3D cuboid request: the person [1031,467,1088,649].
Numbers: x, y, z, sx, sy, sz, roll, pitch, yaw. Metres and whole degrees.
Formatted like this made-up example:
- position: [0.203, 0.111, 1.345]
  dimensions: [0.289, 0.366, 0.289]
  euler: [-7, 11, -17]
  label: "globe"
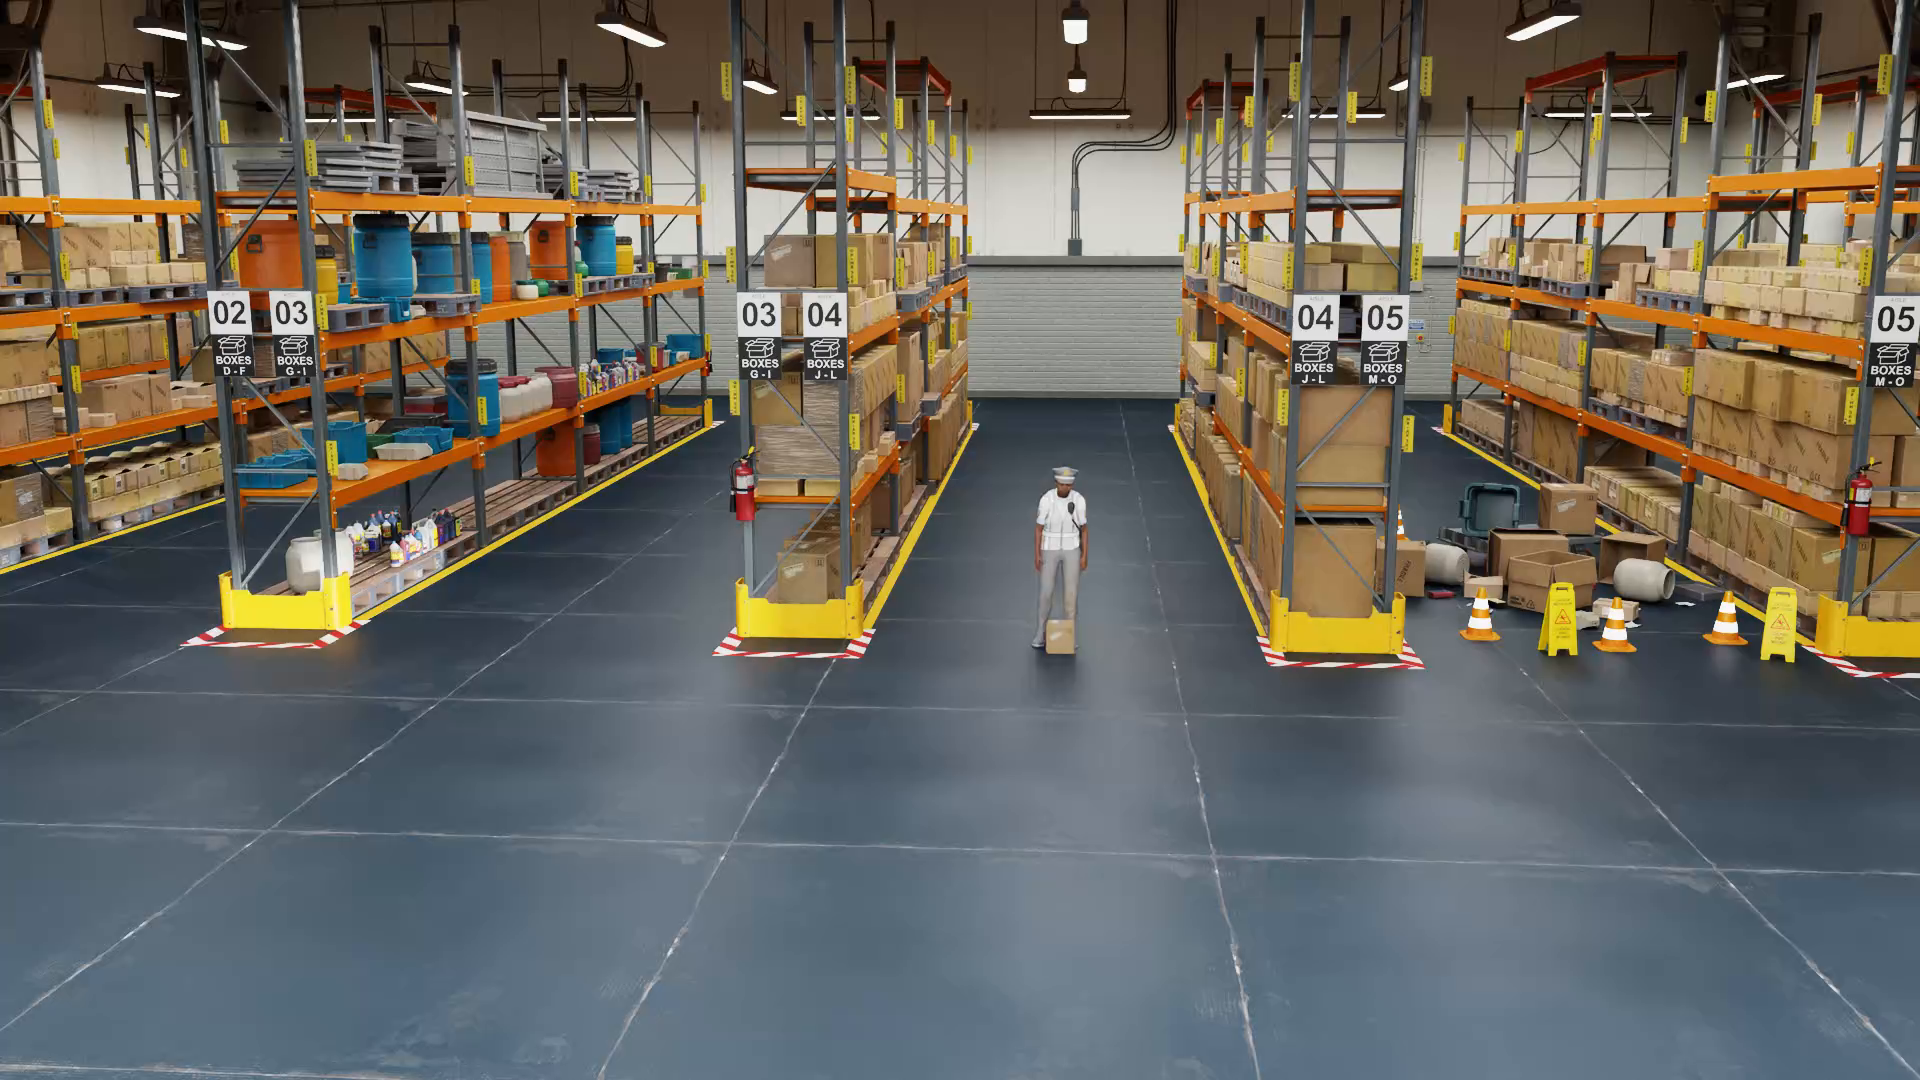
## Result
- position: [0.914, 0.148, 15.168]
  dimensions: [0.514, 1.656, 0.426]
  euler: [0, 11, 1]
  label: "person"
